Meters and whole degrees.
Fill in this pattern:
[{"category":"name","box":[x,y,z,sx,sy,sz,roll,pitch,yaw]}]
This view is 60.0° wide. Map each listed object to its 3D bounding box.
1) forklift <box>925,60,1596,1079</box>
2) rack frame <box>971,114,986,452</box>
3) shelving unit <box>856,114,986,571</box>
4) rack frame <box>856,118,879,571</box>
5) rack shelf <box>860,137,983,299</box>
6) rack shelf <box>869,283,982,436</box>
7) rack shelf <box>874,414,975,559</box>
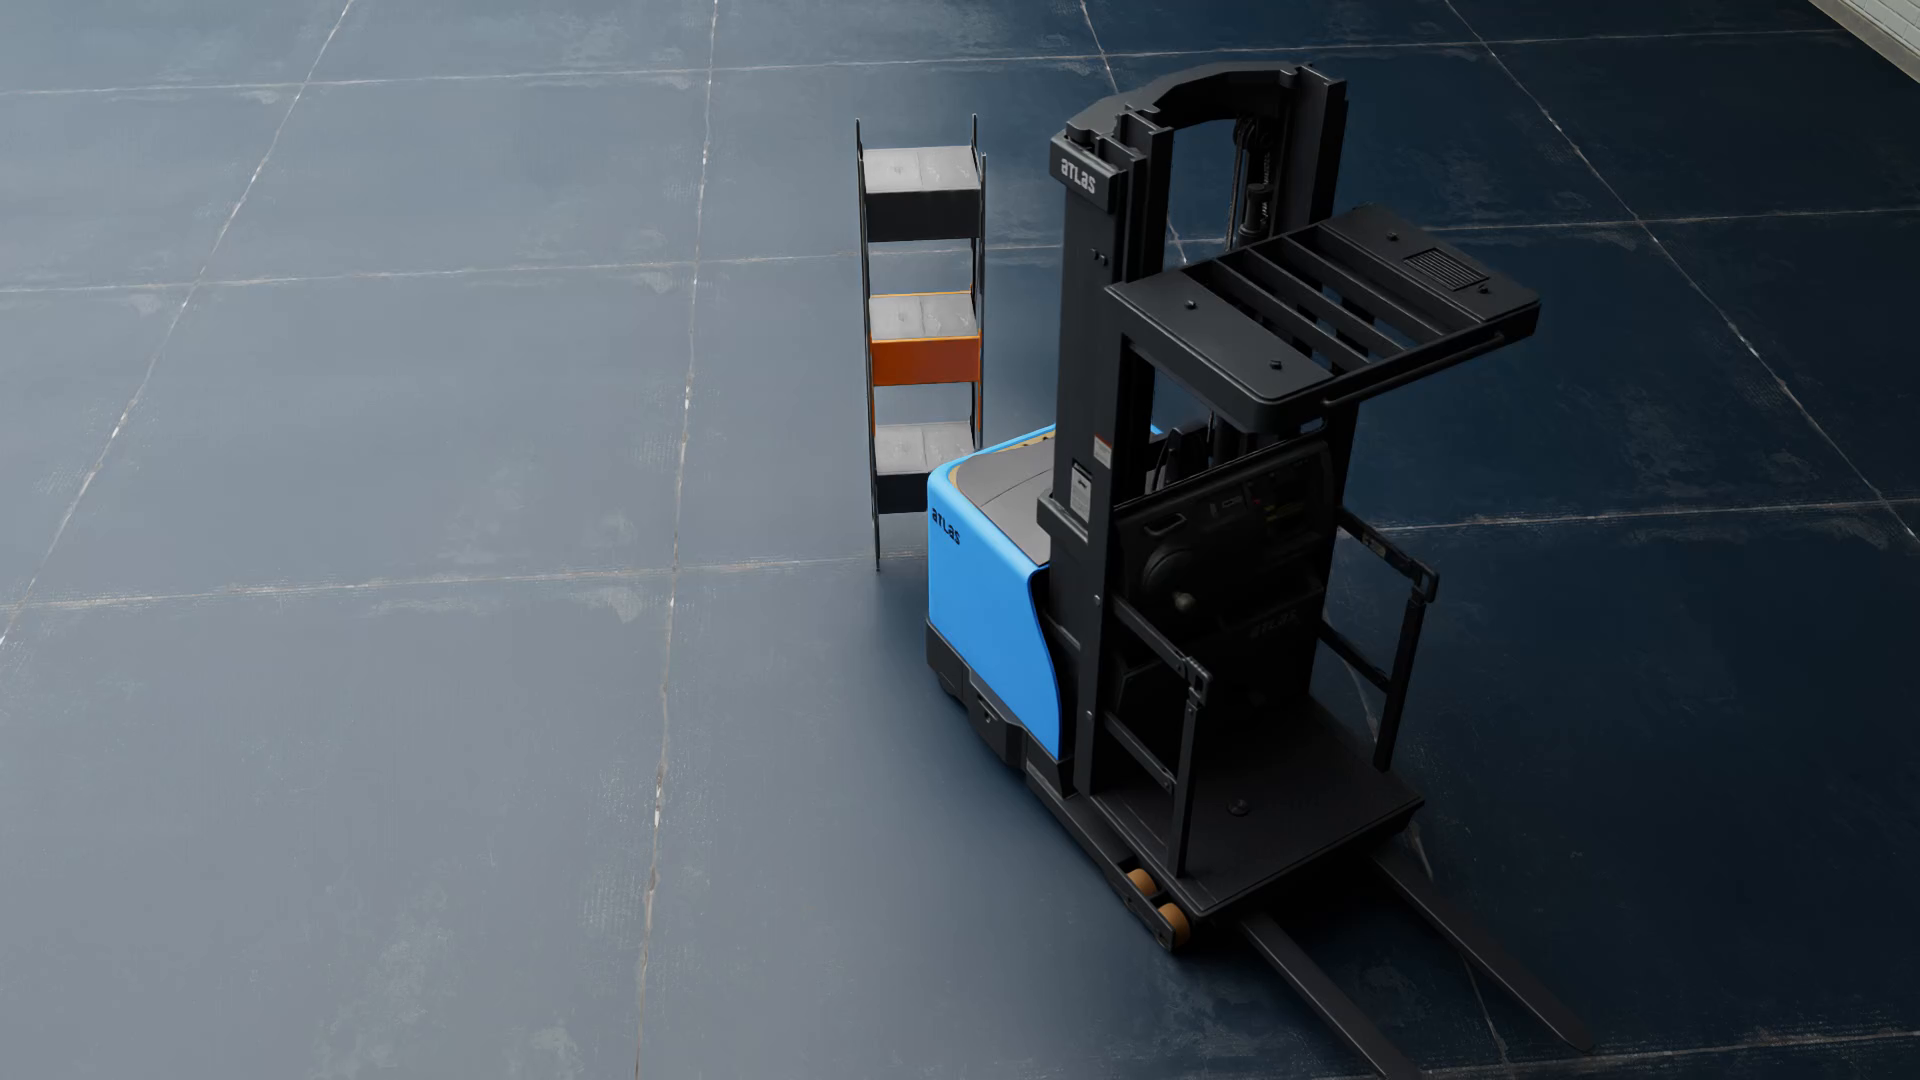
[{"category":"forklift","box":[1.054,0.026,5.672,1.130,2.935,3.031,-21,43,-24]},{"category":"rack frame","box":[0.078,-0.829,7.427,0.015,2.100,0.400,-3,38,-4]},{"category":"shelving unit","box":[-0.165,-0.815,7.410,0.503,2.100,0.431,-3,38,-4]},{"category":"rack frame","box":[-0.408,-0.802,7.393,0.015,2.100,0.400,-3,38,-4]},{"category":"rack shelf","box":[-0.165,-1.354,6.985,0.480,0.518,0.431,-3,38,-4]},{"category":"rack shelf","box":[-0.165,-0.805,7.419,0.480,0.518,0.431,-3,38,-4]},{"category":"rack shelf","box":[-0.165,-0.255,7.852,0.480,0.518,0.431,-3,38,-4]}]
